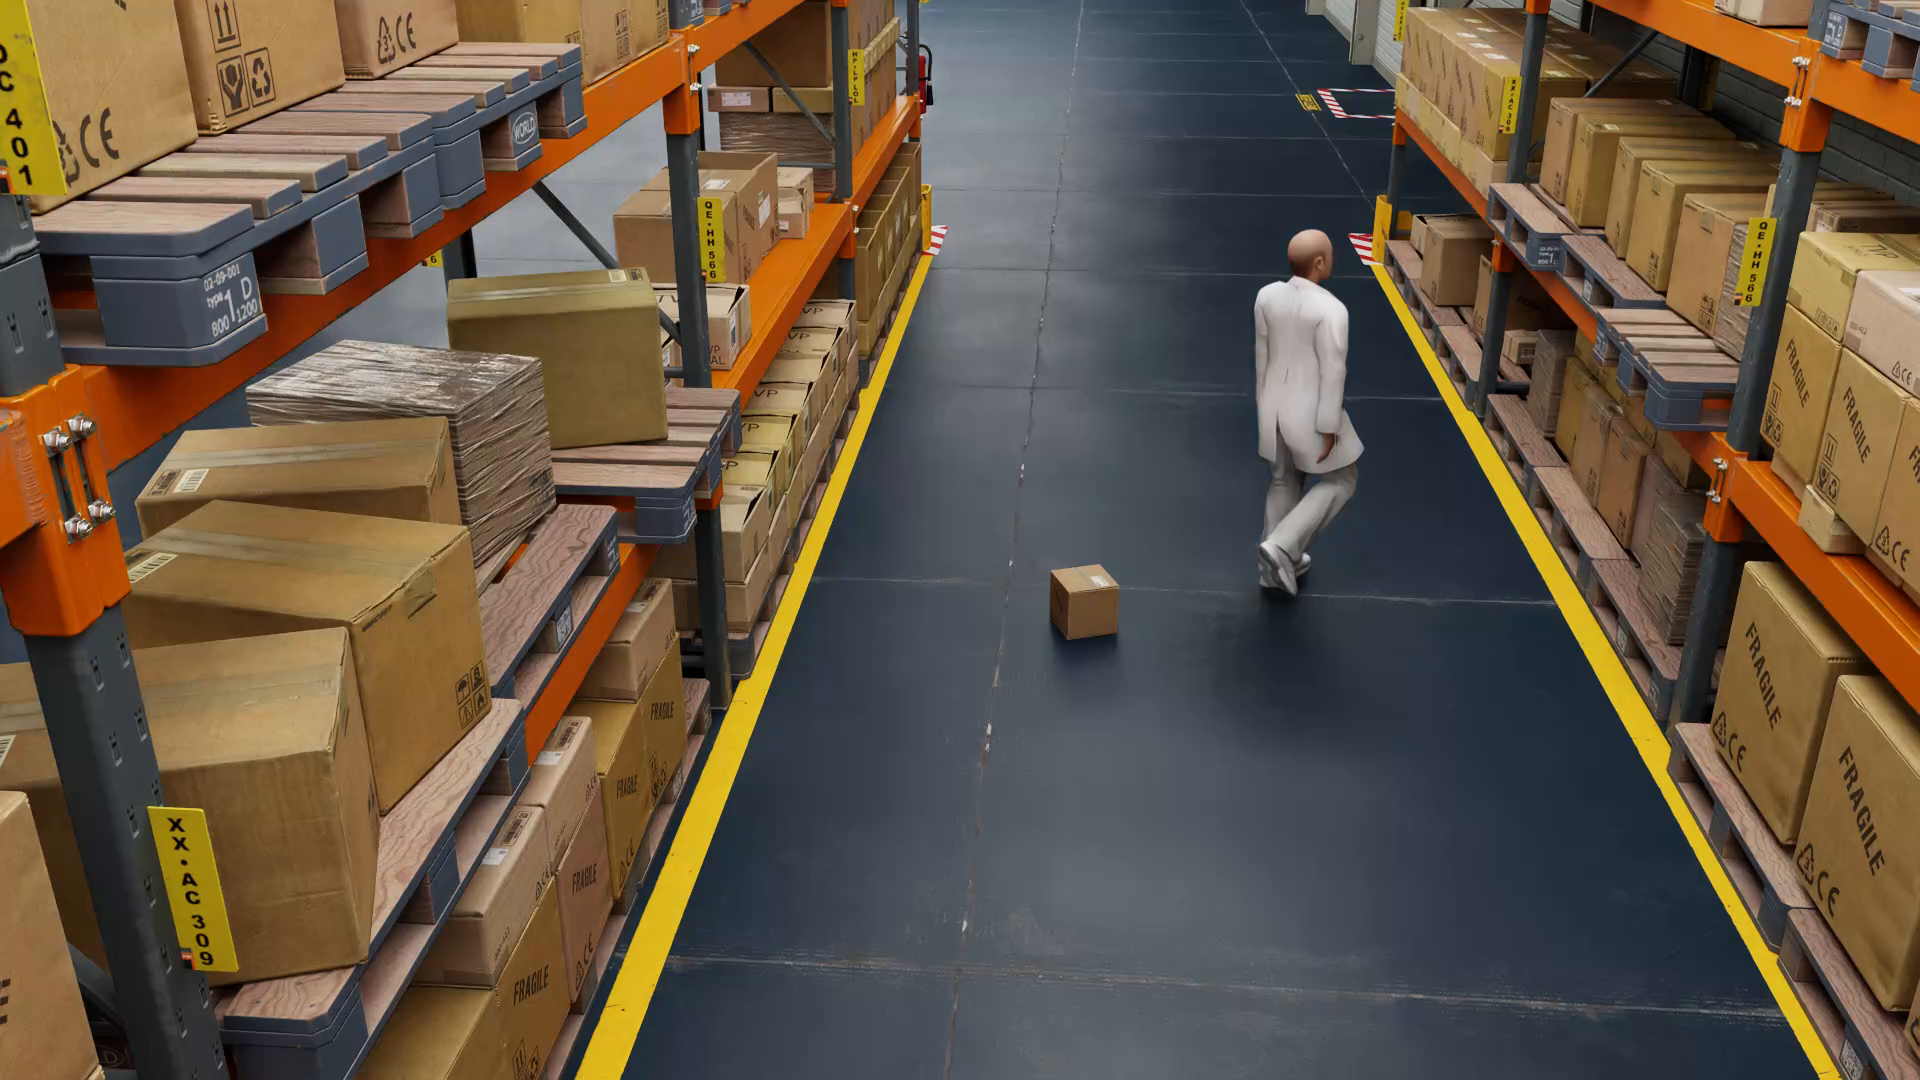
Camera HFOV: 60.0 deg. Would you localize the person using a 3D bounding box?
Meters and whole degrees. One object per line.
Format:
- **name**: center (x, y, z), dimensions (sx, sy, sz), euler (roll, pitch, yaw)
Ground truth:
- **person**: center (1.601, -0.594, 7.875), dimensions (0.559, 1.767, 0.594), euler (-17, 29, -34)
